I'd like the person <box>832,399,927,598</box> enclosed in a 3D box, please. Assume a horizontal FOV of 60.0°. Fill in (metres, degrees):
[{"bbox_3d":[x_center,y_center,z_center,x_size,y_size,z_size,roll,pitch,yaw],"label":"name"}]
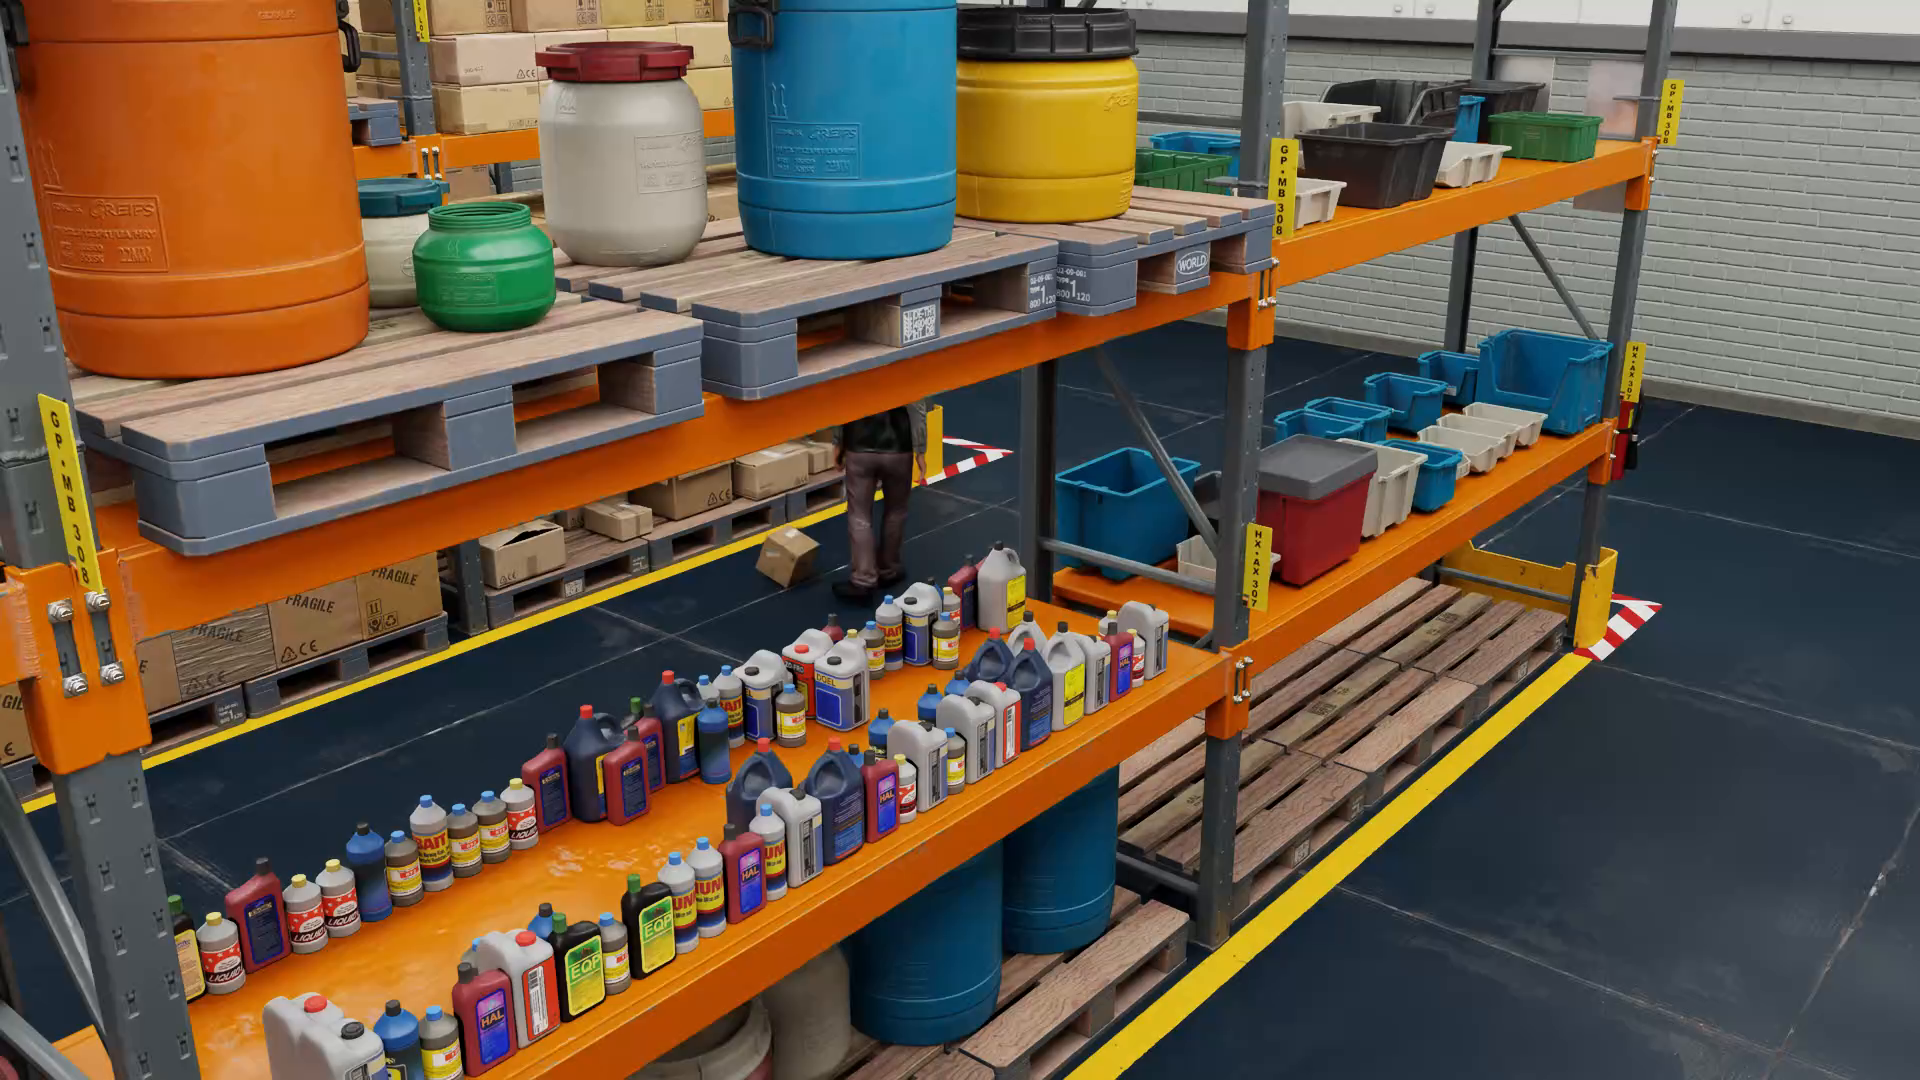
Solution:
[{"bbox_3d":[-0.487,-0.497,9.984,0.584,1.710,0.590,1,20,2],"label":"person"}]
